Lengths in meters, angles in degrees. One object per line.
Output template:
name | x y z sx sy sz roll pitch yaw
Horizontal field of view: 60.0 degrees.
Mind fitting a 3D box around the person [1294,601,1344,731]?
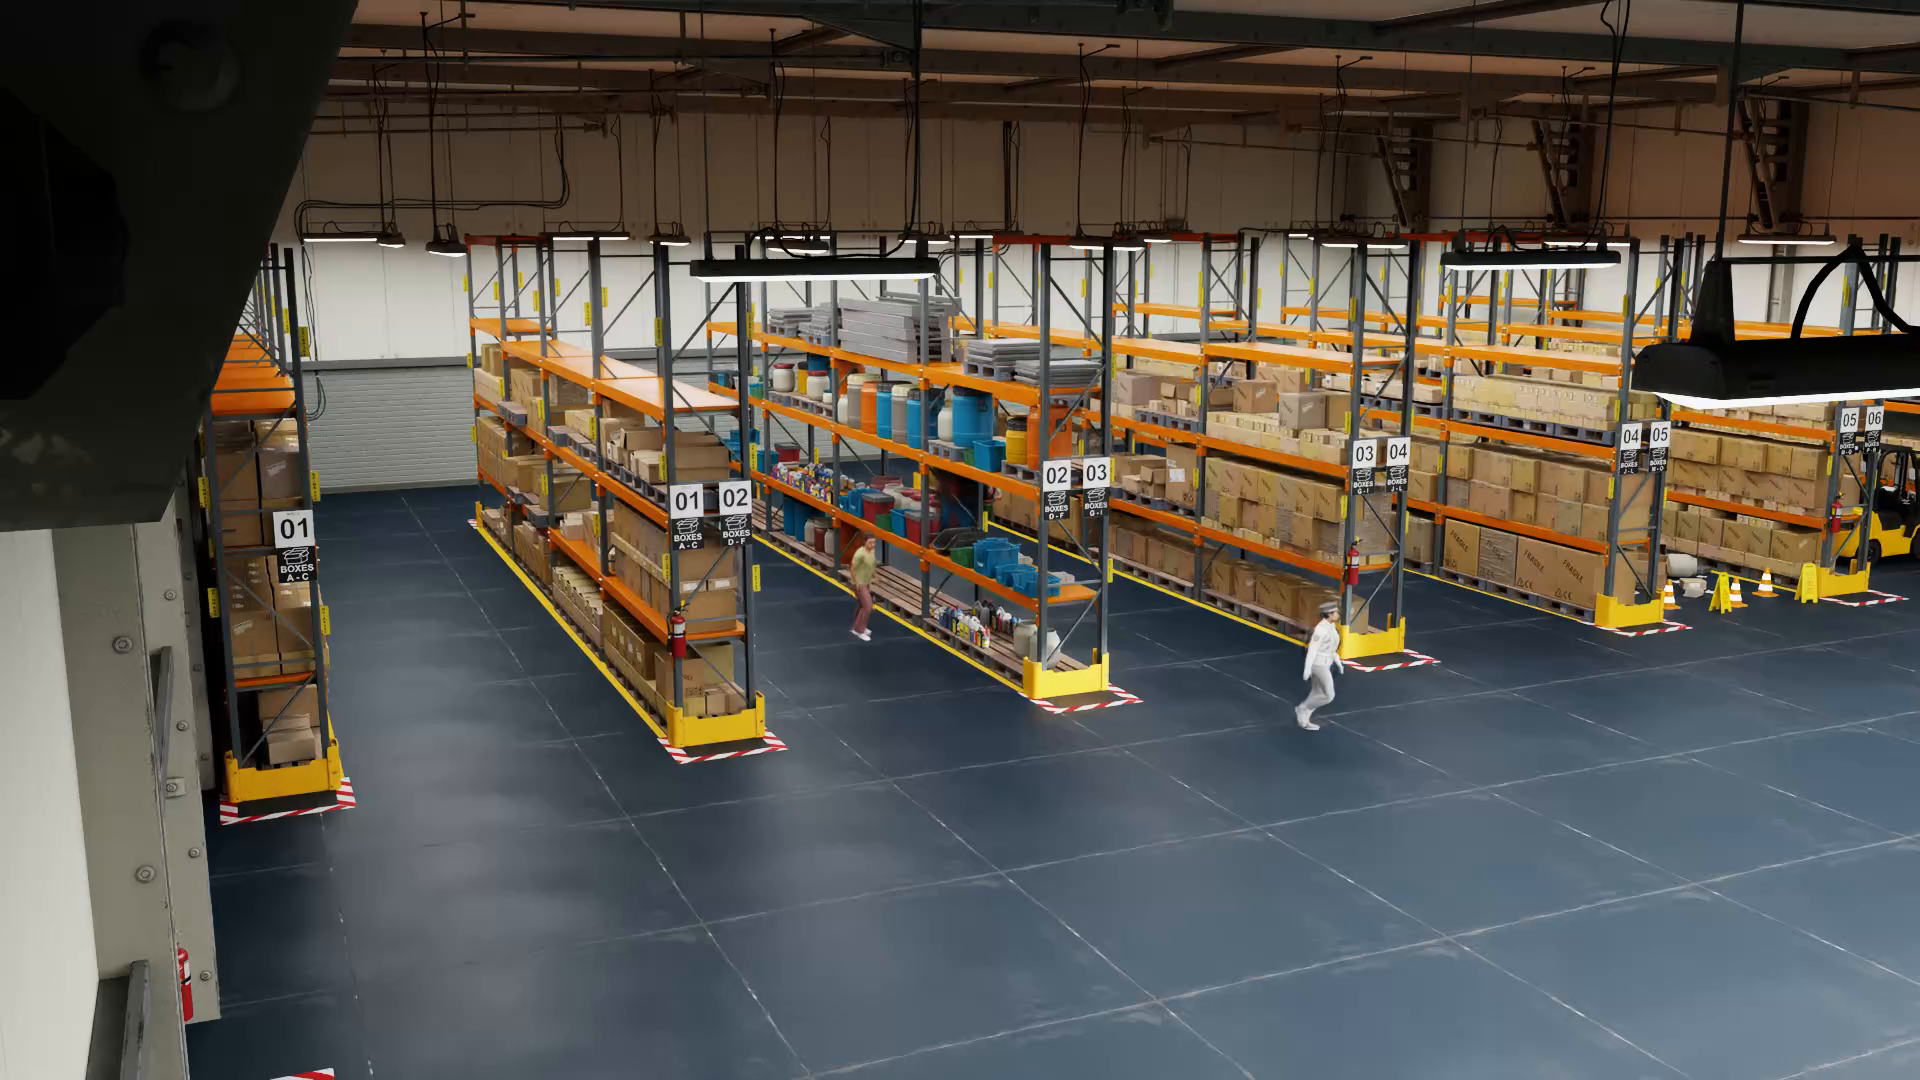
person | 4.487 1.564 20.748 0.530 1.649 0.608 5 12 23

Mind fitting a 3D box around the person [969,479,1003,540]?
person | 0.496 -0.695 32.477 0.660 1.539 1.111 -1 11 -5

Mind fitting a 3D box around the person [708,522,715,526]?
person | -4.913 -0.816 32.953 0.689 1.681 0.713 -8 14 -36

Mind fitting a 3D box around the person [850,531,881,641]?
person | -1.420 0.646 24.143 0.555 1.645 0.573 5 12 23

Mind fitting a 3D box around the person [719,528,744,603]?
person | -3.748 0.150 27.002 0.952 1.615 0.608 10 15 43
